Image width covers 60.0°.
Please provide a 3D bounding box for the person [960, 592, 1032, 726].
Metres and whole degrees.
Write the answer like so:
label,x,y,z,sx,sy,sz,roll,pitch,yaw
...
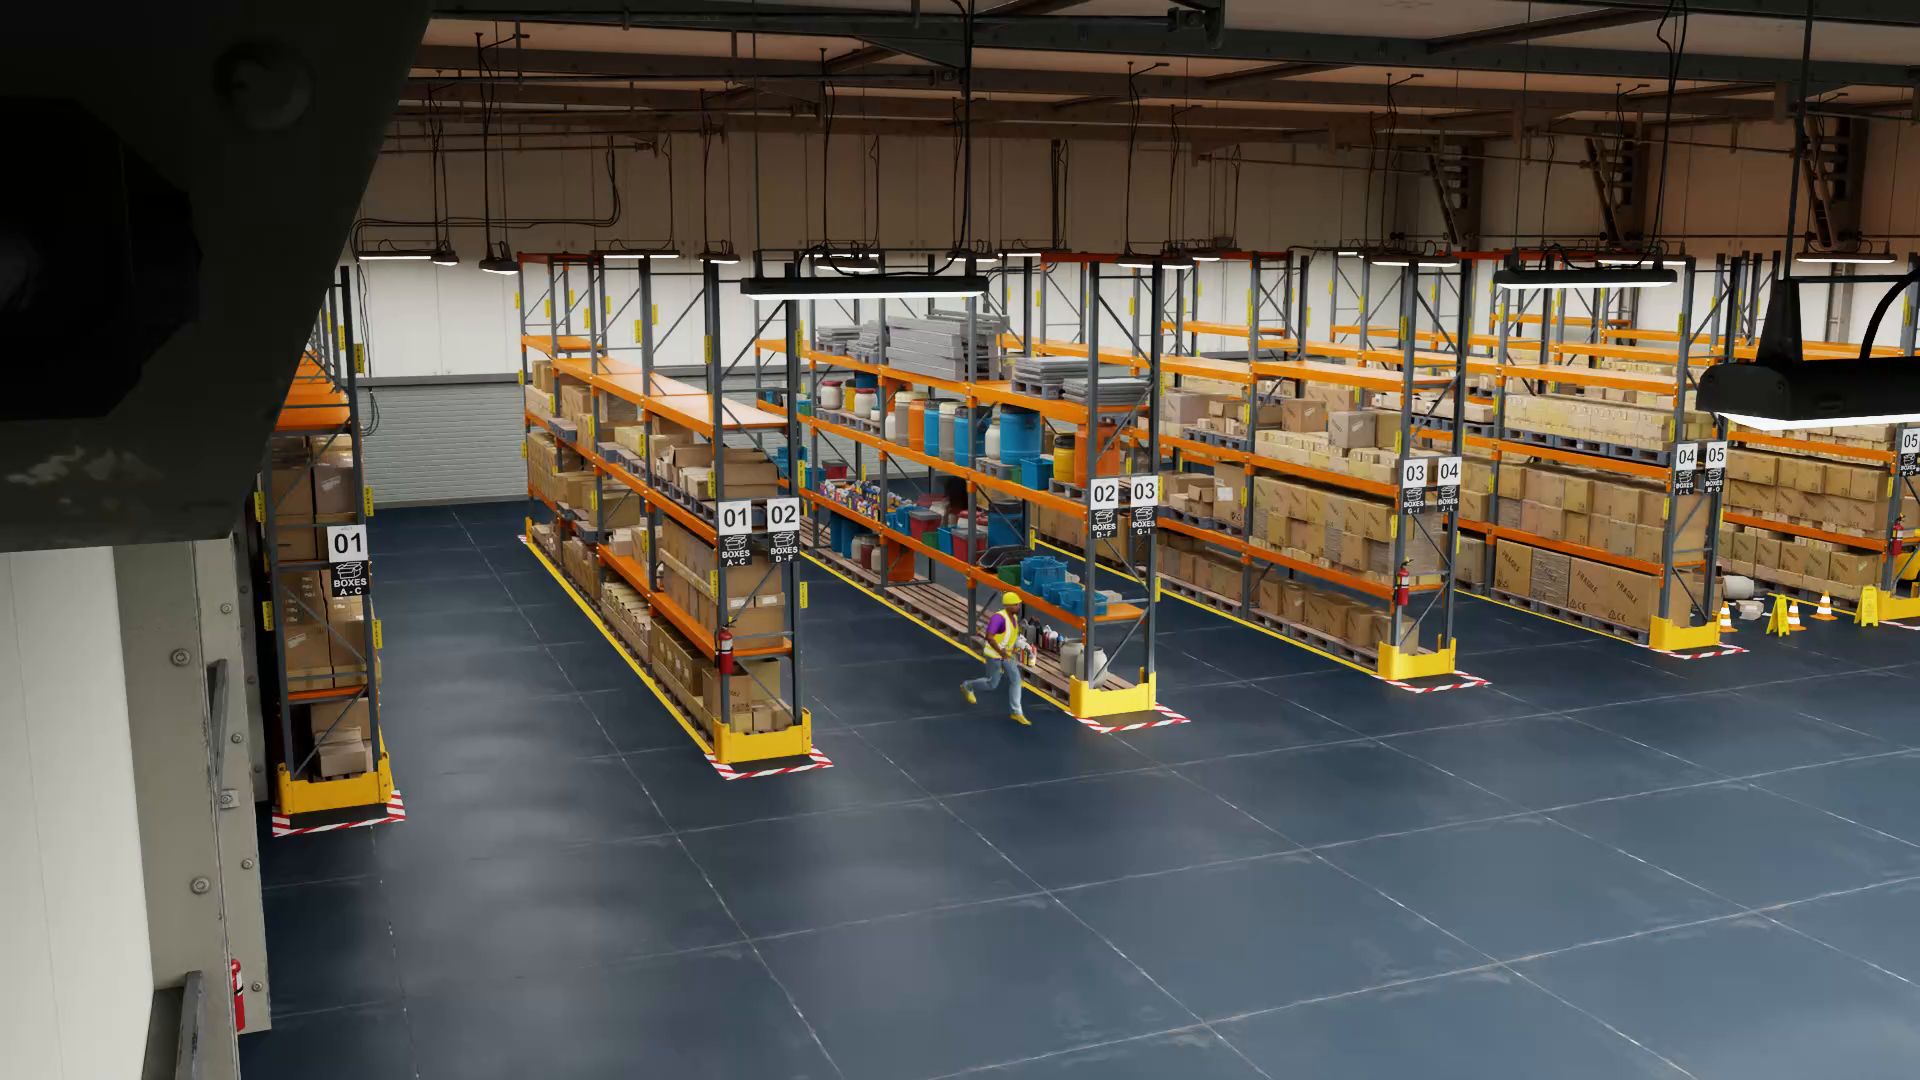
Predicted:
label,x,y,z,sx,sy,sz,roll,pitch,yaw
person,0.483,1.532,21.929,1.066,1.754,0.700,7,12,32
